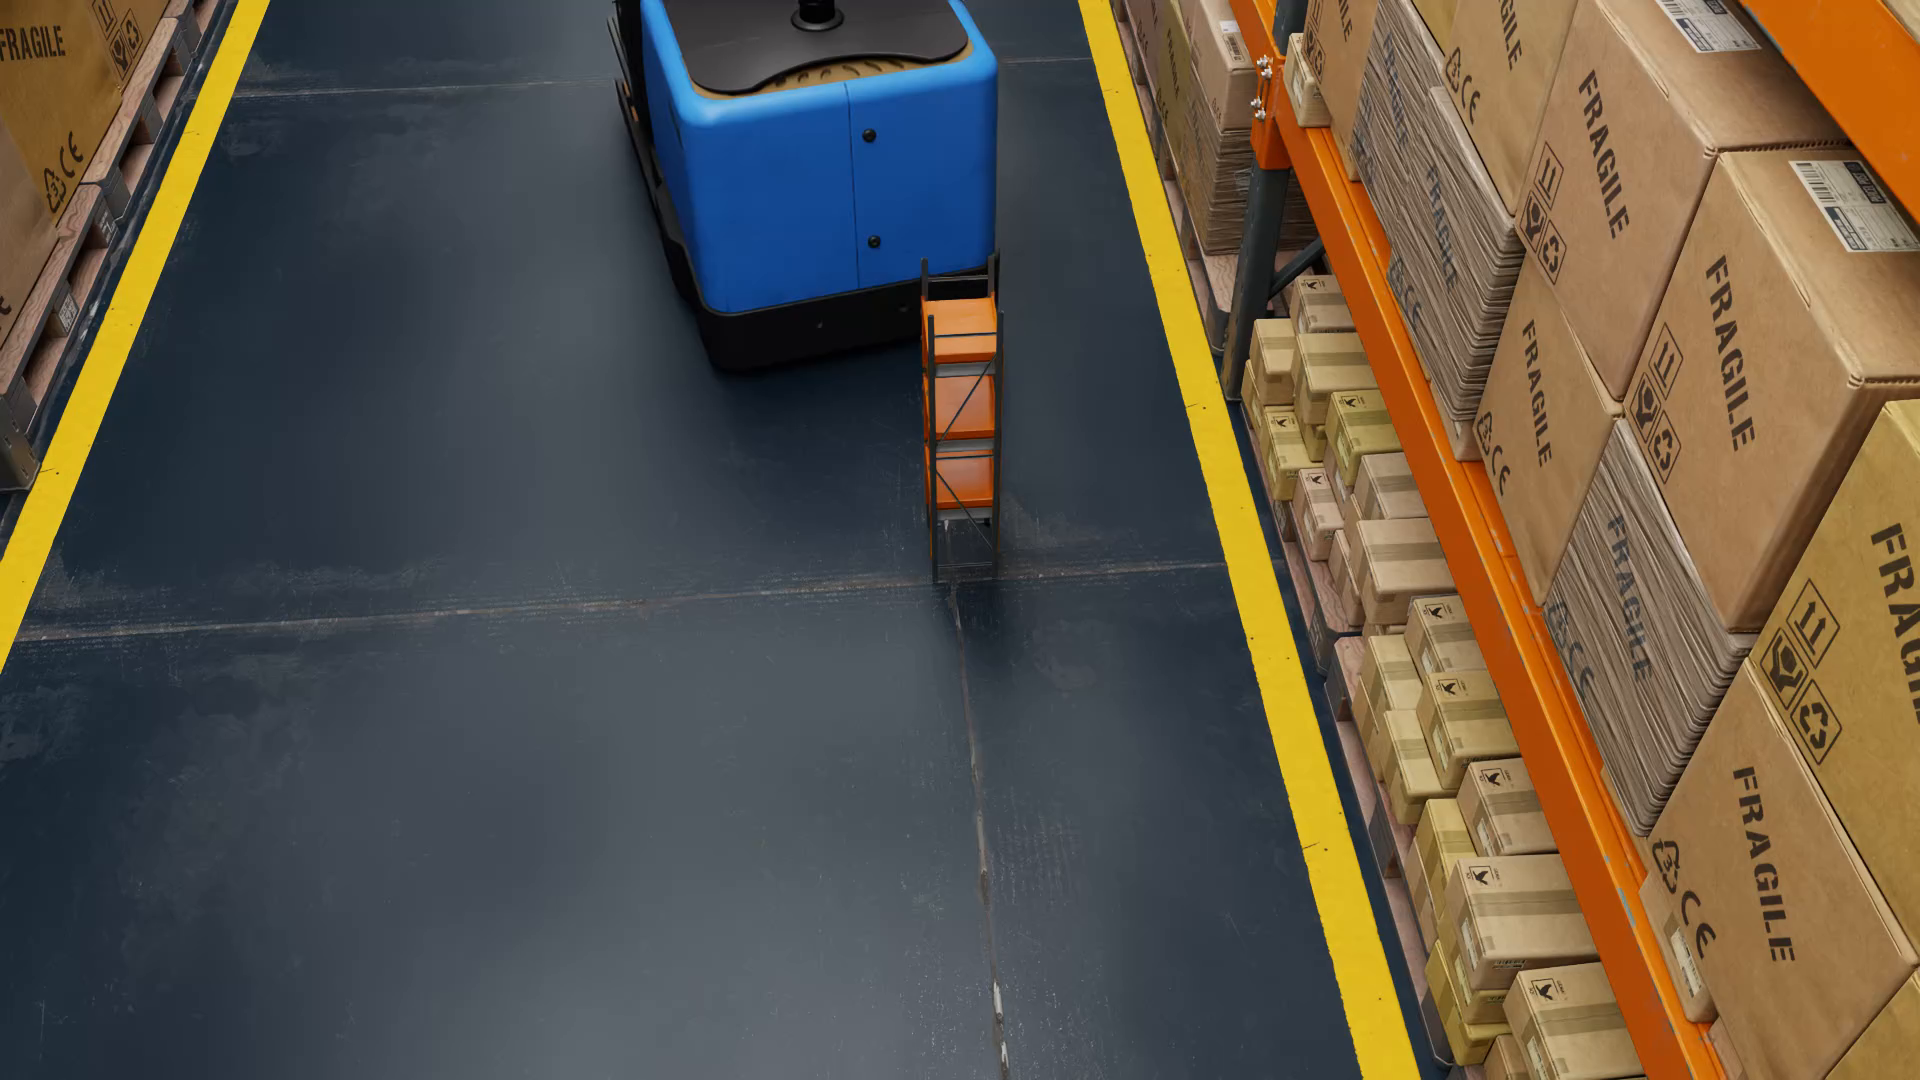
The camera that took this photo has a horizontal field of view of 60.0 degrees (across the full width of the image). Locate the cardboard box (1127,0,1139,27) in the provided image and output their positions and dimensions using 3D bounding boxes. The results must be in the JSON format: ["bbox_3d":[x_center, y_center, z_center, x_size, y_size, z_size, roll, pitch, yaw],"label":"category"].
[{"bbox_3d":[0.969,-2.492,6.976,0.500,0.500,0.500,-5,47,-4],"label":"cardboard box"}]

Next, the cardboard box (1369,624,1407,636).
[{"bbox_3d":[1.303,0.188,4.475,0.380,0.149,0.250,-2,47,-1],"label":"cardboard box"}]

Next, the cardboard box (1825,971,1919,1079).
[{"bbox_3d":[1.446,0.873,2.083,0.500,0.500,0.500,-3,47,-2],"label":"cardboard box"}]

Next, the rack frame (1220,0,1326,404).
[{"bbox_3d":[1.405,-1.575,4.675,1.000,3.000,0.127,-3,47,-3],"label":"rack frame"}]

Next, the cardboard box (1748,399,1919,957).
[{"bbox_3d":[1.412,0.156,2.074,0.500,0.500,0.500,-5,47,-5],"label":"cardboard box"}]

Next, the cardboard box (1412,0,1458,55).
[{"bbox_3d":[1.259,-1.340,3.491,0.500,0.500,0.500,-5,47,-4],"label":"cardboard box"}]

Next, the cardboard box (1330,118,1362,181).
[{"bbox_3d":[1.199,-1.081,4.381,0.380,0.149,0.250,-2,47,-2],"label":"cardboard box"}]

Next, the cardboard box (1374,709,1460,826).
[{"bbox_3d":[1.257,0.554,4.128,0.380,0.149,0.250,-3,47,-3],"label":"cardboard box"}]

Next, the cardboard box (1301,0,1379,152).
[{"bbox_3d":[1.196,-1.338,4.177,0.500,0.500,0.500,-4,47,-4],"label":"cardboard box"}]

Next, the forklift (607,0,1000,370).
[{"bbox_3d":[-0.783,-2.683,5.772,1.130,2.935,3.031,-13,48,-12],"label":"forklift"}]

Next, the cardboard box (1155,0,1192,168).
[{"bbox_3d":[1.050,-1.751,6.275,0.500,0.500,0.500,-4,47,-4],"label":"cardboard box"}]

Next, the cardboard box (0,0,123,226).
[{"bbox_3d":[-3.734,-1.711,5.979,0.875,0.875,0.875,-2,47,-2],"label":"cardboard box"}]

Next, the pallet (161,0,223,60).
[{"bbox_3d":[-3.863,-2.561,7.530,1.003,0.211,1.213,-3,47,-3],"label":"pallet"}]

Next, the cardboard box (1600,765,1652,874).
[{"bbox_3d":[1.375,0.449,2.932,0.380,0.149,0.250,-5,47,-5],"label":"cardboard box"}]

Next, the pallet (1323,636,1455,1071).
[{"bbox_3d":[1.602,0.753,4.392,1.003,0.211,1.213,-3,47,-3],"label":"pallet"}]

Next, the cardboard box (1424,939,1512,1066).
[{"bbox_3d":[1.312,1.052,3.862,0.380,0.149,0.250,-5,47,-5],"label":"cardboard box"}]

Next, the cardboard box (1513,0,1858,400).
[{"bbox_3d":[1.312,-0.602,2.792,0.500,0.500,0.500,-5,47,-5],"label":"cardboard box"}]

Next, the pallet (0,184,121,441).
[{"bbox_3d":[-3.658,-0.796,5.858,1.003,0.211,1.213,-3,47,-3],"label":"pallet"}]

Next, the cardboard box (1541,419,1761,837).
[{"bbox_3d":[1.356,0.134,2.783,0.500,0.500,0.500,-3,47,-3],"label":"cardboard box"}]

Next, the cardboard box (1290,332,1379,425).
[{"bbox_3d":[1.192,-0.479,4.902,0.380,0.149,0.250,-1,47,-1],"label":"cardboard box"}]

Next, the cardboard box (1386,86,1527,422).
[{"bbox_3d":[1.251,-0.614,3.491,0.500,0.500,0.500,-4,47,-4],"label":"cardboard box"}]

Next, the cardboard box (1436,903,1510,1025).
[{"bbox_3d":[1.310,0.939,3.765,0.380,0.149,0.250,-3,47,-3],"label":"cardboard box"}]

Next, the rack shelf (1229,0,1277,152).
[{"bbox_3d":[1.238,-2.774,6.307,1.077,0.370,4.000,-3,47,-3],"label":"rack shelf"}]

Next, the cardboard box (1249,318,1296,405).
[{"bbox_3d":[1.117,-0.559,5.183,0.380,0.149,0.250,-2,47,-1],"label":"cardboard box"}]

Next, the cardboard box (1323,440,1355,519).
[{"bbox_3d":[1.284,-0.208,4.850,0.380,0.149,0.250,-4,47,-4],"label":"cardboard box"}]

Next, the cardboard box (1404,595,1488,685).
[{"bbox_3d":[1.352,0.270,4.193,0.380,0.149,0.250,-5,47,-5],"label":"cardboard box"}]

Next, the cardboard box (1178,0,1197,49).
[{"bbox_3d":[1.061,-2.014,6.007,0.500,0.250,0.500,-1,47,-1],"label":"cardboard box"}]

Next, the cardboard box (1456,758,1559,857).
[{"bbox_3d":[1.383,0.638,3.844,0.380,0.149,0.250,-5,47,-5],"label":"cardboard box"}]

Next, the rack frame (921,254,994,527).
[{"bbox_3d":[-0.006,-0.411,4.916,0.200,1.050,0.008,-3,47,-3],"label":"rack frame"}]

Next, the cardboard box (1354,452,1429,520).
[{"bbox_3d":[1.307,-0.111,4.554,0.380,0.149,0.250,-5,47,-4],"label":"cardboard box"}]

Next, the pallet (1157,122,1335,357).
[{"bbox_3d":[1.339,-1.179,6.221,1.003,0.211,1.213,-3,47,-3],"label":"pallet"}]

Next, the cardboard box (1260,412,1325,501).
[{"bbox_3d":[1.138,-0.263,5.108,0.380,0.149,0.250,-2,47,-2],"label":"cardboard box"}]

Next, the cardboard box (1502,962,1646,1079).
[{"bbox_3d":[1.373,1.027,3.476,0.380,0.149,0.250,-5,47,-5],"label":"cardboard box"}]

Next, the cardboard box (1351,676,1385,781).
[{"bbox_3d":[1.265,0.480,4.403,0.380,0.149,0.250,-5,47,-4],"label":"cardboard box"}]

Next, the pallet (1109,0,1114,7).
[{"bbox_3d":[1.135,-2.944,7.893,1.003,0.211,1.213,-3,47,-3],"label":"pallet"}]

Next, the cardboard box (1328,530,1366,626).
[{"bbox_3d":[1.282,0.094,4.769,0.380,0.149,0.250,-4,47,-4],"label":"cardboard box"}]

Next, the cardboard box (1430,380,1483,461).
[{"bbox_3d":[1.262,-0.314,3.654,0.380,0.149,0.250,-2,47,-2],"label":"cardboard box"}]

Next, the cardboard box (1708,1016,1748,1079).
[{"bbox_3d":[1.412,0.824,2.576,0.380,0.149,0.250,-4,47,-4],"label":"cardboard box"}]

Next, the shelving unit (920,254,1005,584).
[{"bbox_3d":[0.004,-0.322,4.832,0.215,1.050,0.252,-3,47,-3],"label":"shelving unit"}]

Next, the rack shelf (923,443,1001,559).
[{"bbox_3d":[0.004,-0.124,5.042,0.215,0.259,0.240,-3,47,-3],"label":"rack shelf"}]
